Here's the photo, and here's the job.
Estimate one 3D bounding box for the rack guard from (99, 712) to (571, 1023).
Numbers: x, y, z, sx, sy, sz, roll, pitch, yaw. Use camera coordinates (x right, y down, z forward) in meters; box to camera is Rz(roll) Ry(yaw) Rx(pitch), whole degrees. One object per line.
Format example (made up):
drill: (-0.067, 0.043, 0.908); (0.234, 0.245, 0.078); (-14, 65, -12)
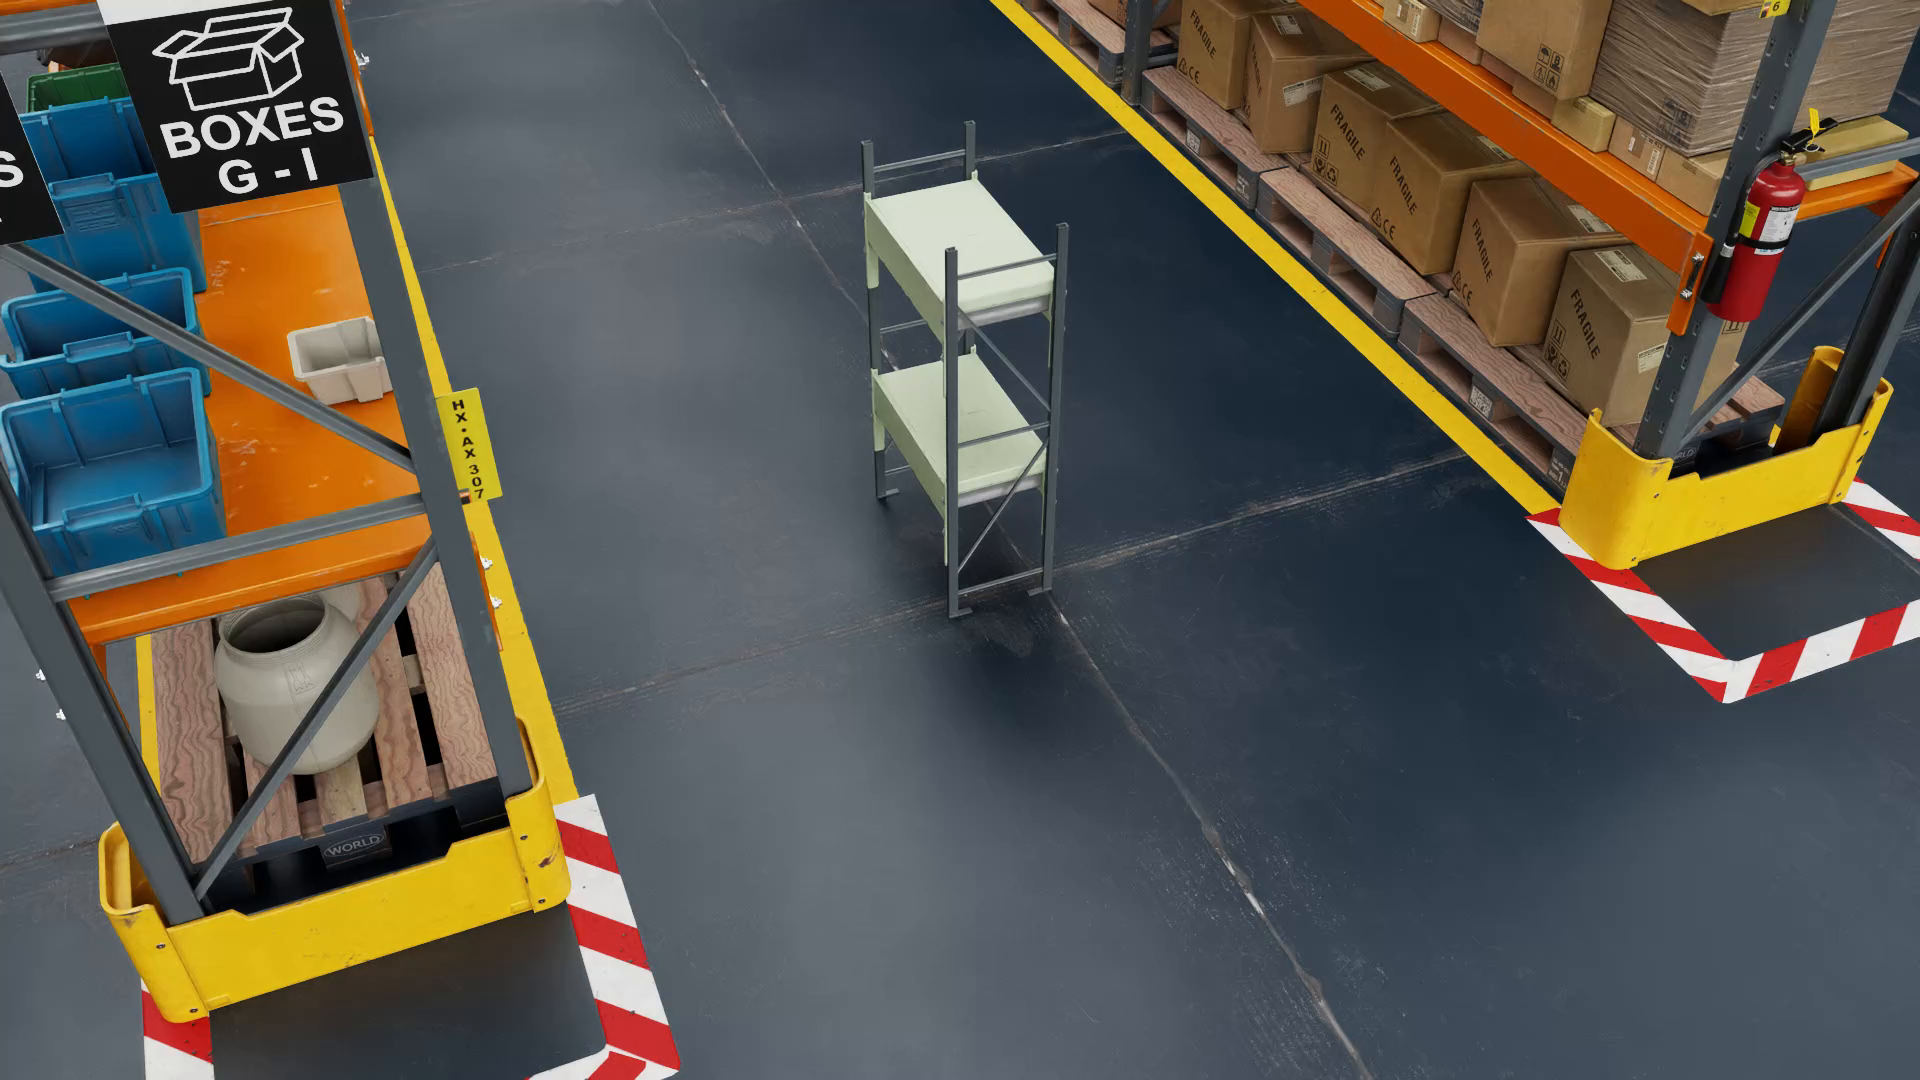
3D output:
rack guard: (-1.761, 0.932, 4.783); (1.175, 0.500, 0.348); (-15, 43, -17)

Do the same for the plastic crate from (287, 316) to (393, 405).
plastic crate: (-1.733, -0.501, 4.735); (0.298, 0.136, 0.250); (-15, 43, -17)

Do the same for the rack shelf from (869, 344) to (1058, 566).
rack shelf: (0.003, -0.317, 5.969); (0.431, 0.370, 0.720); (-15, 43, -17)

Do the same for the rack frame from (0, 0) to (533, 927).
rack frame: (-1.688, 0.018, 3.928); (1.000, 3.000, 0.127); (-15, 43, -17)

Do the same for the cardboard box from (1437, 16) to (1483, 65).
cardboard box: (2.095, -1.991, 6.458); (0.380, 0.149, 0.250); (-15, 43, -17)

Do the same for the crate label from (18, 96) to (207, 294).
crate label: (-2.642, -1.037, 5.128); (0.502, 0.435, 0.616); (-15, 43, -17)

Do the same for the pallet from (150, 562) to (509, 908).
pallet: (-2.067, 0.551, 5.448); (1.003, 0.211, 1.213); (-15, 43, -17)

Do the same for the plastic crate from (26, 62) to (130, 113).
plastic crate: (-2.960, -1.423, 5.767); (0.450, 0.188, 0.662); (-15, 43, -17)

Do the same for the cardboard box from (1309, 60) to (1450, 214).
cardboard box: (2.010, -1.890, 7.742); (0.500, 0.500, 0.500); (-19, 44, -21)

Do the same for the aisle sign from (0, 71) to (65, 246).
aisle sign: (-1.935, -0.850, 2.944); (0.394, 0.787, 0.004); (-15, 43, -17)

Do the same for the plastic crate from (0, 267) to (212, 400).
plastic crate: (-2.399, -0.545, 4.697); (0.499, 0.251, 0.408); (-15, 43, -17)

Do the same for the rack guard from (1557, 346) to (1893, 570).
rack guard: (2.859, -0.315, 6.233); (1.175, 0.500, 0.348); (-15, 43, -17)

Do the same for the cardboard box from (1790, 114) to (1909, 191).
cardboard box: (2.999, -1.353, 5.716); (0.380, 0.149, 0.250); (-15, 43, -17)

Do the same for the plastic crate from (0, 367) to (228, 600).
plastic crate: (-2.156, -0.152, 4.241); (0.499, 0.251, 0.616); (-15, 43, -17)

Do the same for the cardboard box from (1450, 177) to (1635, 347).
cardboard box: (2.404, -1.161, 6.894); (0.500, 0.500, 0.500); (-5, 41, -6)

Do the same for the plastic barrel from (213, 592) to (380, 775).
plastic barrel: (-2.011, 0.425, 5.041); (0.421, 0.512, 0.421); (0, 41, 0)

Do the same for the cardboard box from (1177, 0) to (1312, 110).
cardboard box: (1.473, -2.588, 8.554); (0.500, 0.500, 0.500); (-16, 43, -18)

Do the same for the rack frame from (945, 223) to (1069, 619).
rack frame: (0.143, -0.344, 5.500); (0.400, 1.500, 0.023); (-15, 43, -17)

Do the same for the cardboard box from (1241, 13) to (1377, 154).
cardboard box: (1.700, -2.244, 8.155); (0.500, 0.500, 0.500); (-3, 41, -3)

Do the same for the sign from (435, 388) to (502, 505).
sign: (-1.178, -0.221, 3.995); (0.100, 0.325, 0.005); (-15, 43, -17)

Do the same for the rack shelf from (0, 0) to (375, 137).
rack shelf: (-2.453, -2.051, 4.586); (1.077, 0.370, 4.000); (-15, 43, -17)

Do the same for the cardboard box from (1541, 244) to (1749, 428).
cardboard box: (2.664, -0.809, 6.486); (0.500, 0.500, 0.500); (-8, 41, -9)

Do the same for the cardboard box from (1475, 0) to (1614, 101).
cardboard box: (2.401, -1.978, 5.944); (0.875, 0.500, 0.500); (-15, 43, -17)

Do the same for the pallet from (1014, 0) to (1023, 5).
pallet: (0.587, -3.774, 10.477); (1.003, 0.211, 1.213); (-15, 43, -17)

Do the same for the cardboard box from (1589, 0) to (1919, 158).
cardboard box: (2.703, -1.706, 5.629); (0.875, 0.500, 0.500); (-15, 43, -17)

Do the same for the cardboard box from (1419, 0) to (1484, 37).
cardboard box: (2.249, -2.290, 6.307); (0.875, 0.500, 0.500); (-15, 43, -17)

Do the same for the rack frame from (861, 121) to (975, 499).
rack frame: (-0.137, -0.785, 6.013); (0.400, 1.500, 0.023); (-15, 43, -17)

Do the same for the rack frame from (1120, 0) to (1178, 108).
rack frame: (1.357, -3.627, 8.167); (1.000, 3.000, 0.127); (-15, 43, -17)

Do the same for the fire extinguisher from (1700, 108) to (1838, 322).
fire extinguisher: (2.506, -1.004, 5.177); (0.296, 0.674, 0.183); (-15, 43, -17)

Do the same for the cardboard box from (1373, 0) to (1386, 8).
cardboard box: (1.886, -2.288, 6.802); (0.380, 0.149, 0.250); (-15, 43, -17)

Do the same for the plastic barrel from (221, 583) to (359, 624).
plastic barrel: (-2.202, 0.123, 5.393); (0.421, 0.512, 0.421); (0, 41, 0)

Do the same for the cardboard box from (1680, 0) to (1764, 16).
cardboard box: (2.449, -2.017, 5.223); (0.500, 0.500, 0.500); (-15, 43, -17)

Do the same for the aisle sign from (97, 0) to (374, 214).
aisle sign: (-1.390, -0.997, 3.115); (0.394, 0.787, 0.004); (-15, 43, -17)

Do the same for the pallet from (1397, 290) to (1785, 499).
pallet: (2.581, -0.704, 6.907); (1.003, 0.211, 1.213); (-15, 43, -17)

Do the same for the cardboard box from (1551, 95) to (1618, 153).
cardboard box: (2.350, -1.531, 5.922); (0.380, 0.149, 0.250); (-15, 43, -17)

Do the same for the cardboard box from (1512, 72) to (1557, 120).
cardboard box: (2.268, -1.685, 6.102); (0.380, 0.149, 0.250); (-15, 43, -17)

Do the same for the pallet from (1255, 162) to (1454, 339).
pallet: (2.118, -1.438, 7.760); (1.003, 0.211, 1.213); (-15, 43, -17)

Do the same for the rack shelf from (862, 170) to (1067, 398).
rack shelf: (0.003, -0.861, 5.502); (0.431, 0.370, 0.720); (-15, 43, -17)

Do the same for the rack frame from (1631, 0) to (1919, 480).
rack frame: (2.888, -1.217, 5.365); (1.000, 3.000, 0.127); (-15, 43, -17)

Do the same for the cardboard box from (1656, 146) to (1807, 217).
cardboard box: (2.588, -1.242, 5.587); (0.380, 0.149, 0.250); (-15, 43, -17)

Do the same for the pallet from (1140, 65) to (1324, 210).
pallet: (1.647, -2.174, 8.616); (1.003, 0.211, 1.213); (-15, 43, -17)

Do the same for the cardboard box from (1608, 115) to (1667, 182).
cardboard box: (2.493, -1.393, 5.762); (0.380, 0.149, 0.250); (-15, 43, -17)

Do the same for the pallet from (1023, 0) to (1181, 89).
pallet: (1.058, -3.038, 9.621); (1.003, 0.211, 1.213); (-15, 43, -17)

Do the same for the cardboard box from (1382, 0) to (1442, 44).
cardboard box: (1.917, -2.120, 6.607); (0.380, 0.149, 0.250); (-15, 43, -17)

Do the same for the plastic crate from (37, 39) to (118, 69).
plastic crate: (-3.136, -2.021, 6.347); (0.767, 0.338, 0.504); (-15, 43, -17)

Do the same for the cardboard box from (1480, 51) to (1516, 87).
cardboard box: (2.211, -1.846, 6.289); (0.380, 0.149, 0.250); (-15, 43, -17)

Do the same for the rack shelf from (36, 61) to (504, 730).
rack shelf: (-2.453, -0.914, 5.564); (1.077, 0.370, 4.000); (-15, 43, -17)

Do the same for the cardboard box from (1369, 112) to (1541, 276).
cardboard box: (2.182, -1.543, 7.338); (0.500, 0.500, 0.500); (-11, 42, -13)

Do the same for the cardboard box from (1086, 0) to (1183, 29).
cardboard box: (1.142, -3.221, 9.275); (0.700, 0.500, 0.500); (-18, 44, -20)

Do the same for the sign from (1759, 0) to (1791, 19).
sign: (2.367, -1.650, 4.738); (0.100, 0.325, 0.005); (-15, 43, -17)

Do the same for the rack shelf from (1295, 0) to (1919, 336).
rack shelf: (2.123, -2.150, 7.001); (1.077, 0.370, 4.000); (-15, 43, -17)

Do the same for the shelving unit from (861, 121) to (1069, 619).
shelving unit: (0.003, -0.565, 5.756); (0.431, 1.500, 0.755); (-15, 43, -17)
